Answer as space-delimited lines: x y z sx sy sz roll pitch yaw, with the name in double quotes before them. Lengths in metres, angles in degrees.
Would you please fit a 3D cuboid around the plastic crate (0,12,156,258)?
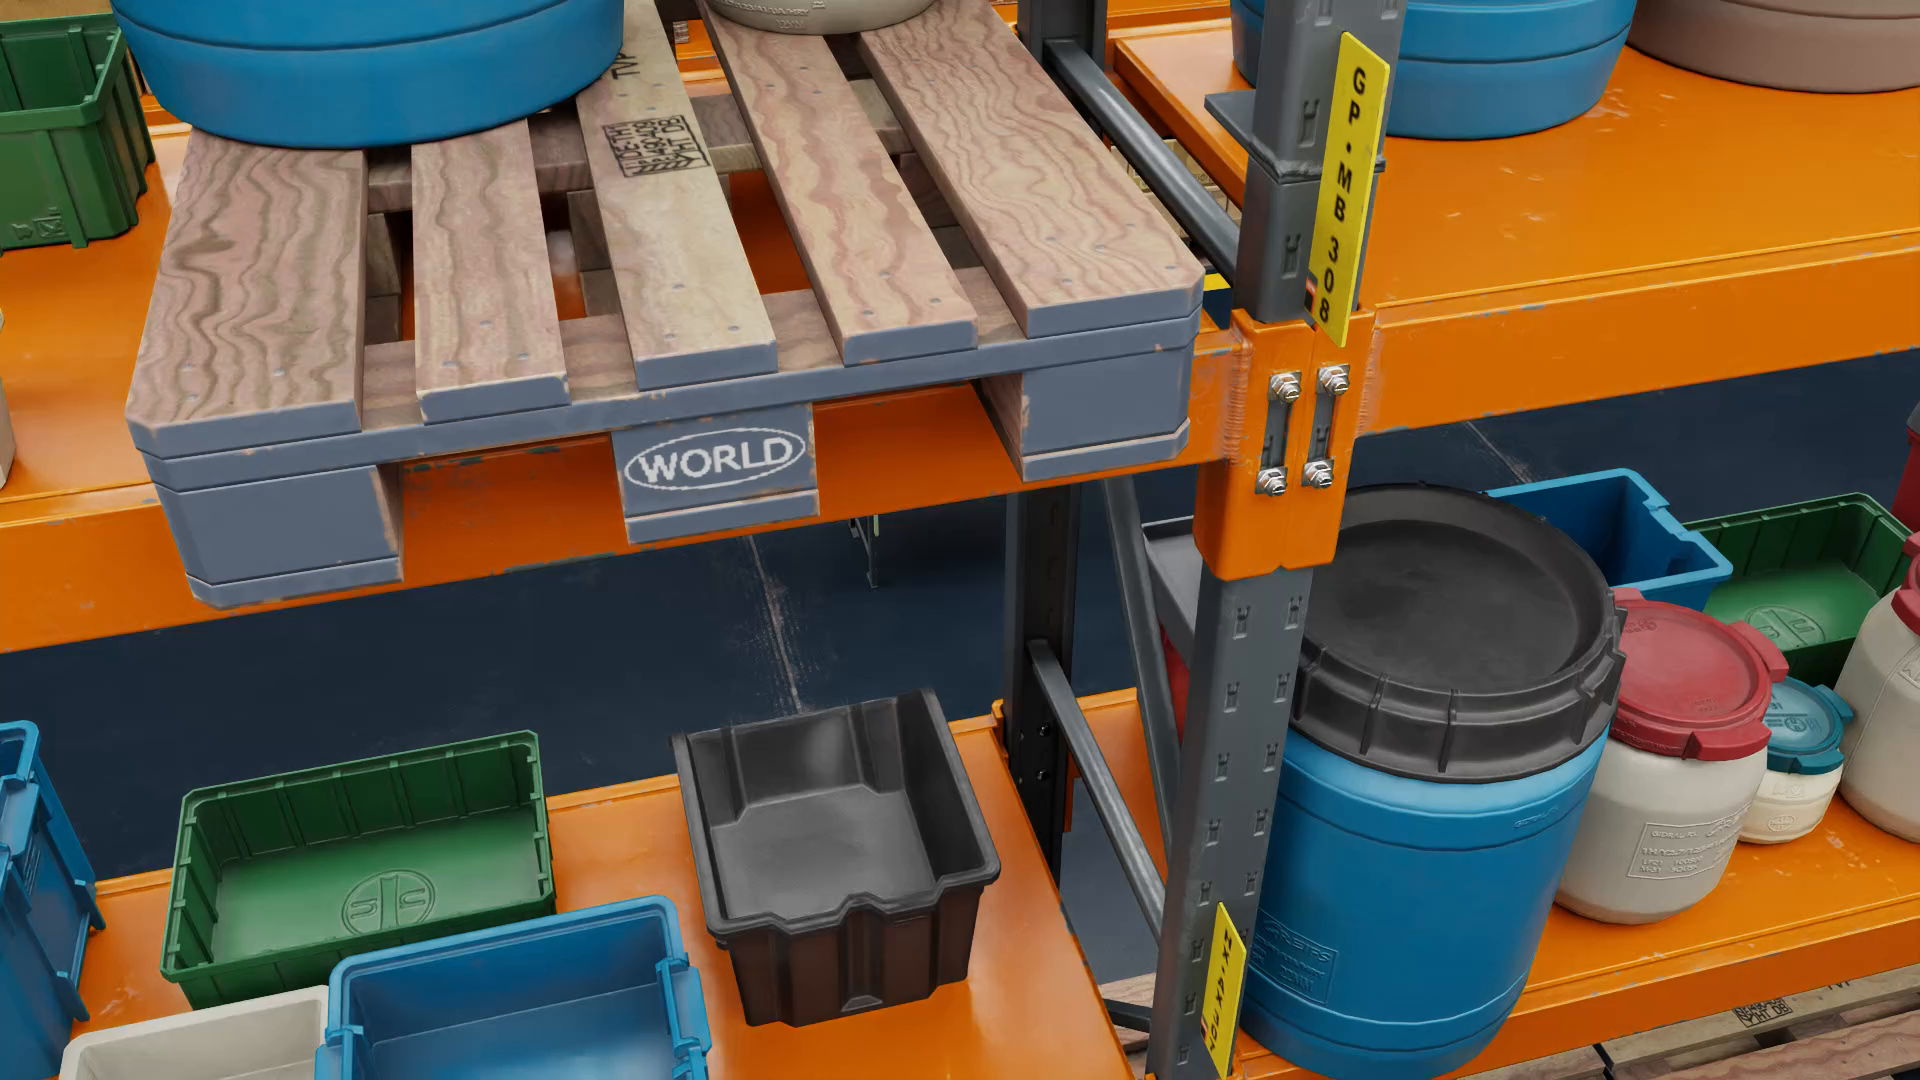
"plastic crate" -1.314 -0.517 2.163 0.450 0.188 0.336 -9 38 -12

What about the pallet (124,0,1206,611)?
"pallet" -0.391 -0.445 2.050 1.003 0.211 1.213 -9 38 -12

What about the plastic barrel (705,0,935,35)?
"plastic barrel" -0.187 -0.950 2.116 0.421 0.512 0.421 0 37 0

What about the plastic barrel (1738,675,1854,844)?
"plastic barrel" 1.598 0.435 3.326 0.301 0.262 0.301 0 37 0

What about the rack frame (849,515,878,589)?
"rack frame" -0.360 -0.537 5.717 0.023 1.500 0.400 -9 38 -12

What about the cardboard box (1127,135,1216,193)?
"cardboard box" 0.940 -1.867 7.678 0.500 0.311 0.500 -8 38 -11

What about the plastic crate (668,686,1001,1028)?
"plastic crate" -0.259 0.533 3.136 0.504 0.338 0.767 -9 38 -12

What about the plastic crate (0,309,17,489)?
"plastic crate" -1.164 -0.096 1.654 0.396 0.136 0.243 -9 38 -12

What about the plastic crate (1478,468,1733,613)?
"plastic crate" 1.264 0.149 3.600 0.575 0.384 0.392 -9 38 -12

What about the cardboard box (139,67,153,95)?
"cardboard box" -2.922 -2.126 6.478 0.500 0.500 0.700 -8 38 -11

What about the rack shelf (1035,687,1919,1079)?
"rack shelf" 2.211 0.469 3.761 4.000 0.370 1.077 -9 38 -12

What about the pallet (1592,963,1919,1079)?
"pallet" 2.208 1.265 4.423 1.213 0.211 1.003 -9 38 -12

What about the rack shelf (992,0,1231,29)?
"rack shelf" 0.923 -2.437 7.560 4.000 0.370 1.077 -9 38 -12

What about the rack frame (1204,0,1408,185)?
"rack frame" 0.280 -1.883 1.305 0.127 3.000 1.000 -9 38 -12

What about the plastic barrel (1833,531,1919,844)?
"plastic barrel" 1.969 0.307 3.268 0.433 0.535 0.433 0 37 0

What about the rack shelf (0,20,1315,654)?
"rack shelf" -1.651 -0.089 2.021 4.000 0.370 1.077 -9 38 -12

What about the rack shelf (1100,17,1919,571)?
"rack shelf" 2.211 -0.723 2.849 4.000 0.370 1.077 -9 38 -12

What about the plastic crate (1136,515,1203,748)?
"plastic crate" 0.668 0.218 3.443 0.583 0.464 0.402 -9 38 -12

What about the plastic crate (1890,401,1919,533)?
"plastic crate" 2.502 -0.083 3.837 0.583 0.464 0.402 -9 38 -12

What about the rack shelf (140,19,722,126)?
"rack shelf" -2.939 -1.804 6.731 4.000 0.370 1.077 -9 38 -12

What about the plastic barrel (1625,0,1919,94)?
"plastic barrel" 1.346 -1.202 2.471 0.600 0.901 0.600 0 37 0

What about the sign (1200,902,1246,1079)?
"sign" 0.413 0.714 2.620 0.005 0.325 0.100 -9 38 -12

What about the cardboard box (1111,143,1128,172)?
"cardboard box" 0.440 -1.782 7.567 0.500 0.311 0.500 -11 39 -13

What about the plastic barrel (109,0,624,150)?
"plastic barrel" -0.709 -0.963 1.813 0.708 0.901 0.600 -9 38 -12

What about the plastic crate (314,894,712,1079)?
"plastic crate" -0.718 0.893 2.736 0.616 0.251 0.499 -9 38 -12

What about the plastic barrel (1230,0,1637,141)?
"plastic barrel" 0.714 -1.099 2.336 0.708 0.901 0.600 -9 38 -12

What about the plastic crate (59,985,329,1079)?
"plastic crate" -1.222 1.010 2.678 0.437 0.136 0.530 -9 38 -12

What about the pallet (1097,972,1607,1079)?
"pallet" 1.028 1.460 4.168 1.213 0.211 1.003 -9 38 -12

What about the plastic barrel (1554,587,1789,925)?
"plastic barrel" 1.261 0.423 3.117 0.433 0.535 0.433 0 37 0

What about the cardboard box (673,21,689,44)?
"cardboard box" -1.435 -2.372 6.800 0.500 0.500 0.700 -10 39 -13

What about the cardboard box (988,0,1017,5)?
"cardboard box" 0.246 -2.642 7.152 0.500 0.500 0.500 -7 38 -9

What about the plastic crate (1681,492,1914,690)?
"plastic crate" 1.888 0.142 3.769 0.662 0.188 0.450 -9 38 -12

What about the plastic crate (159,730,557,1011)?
"plastic crate" -1.104 0.633 3.128 0.662 0.188 0.450 -9 38 -12

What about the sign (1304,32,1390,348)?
"sign" 0.413 -0.371 1.790 0.005 0.325 0.100 -9 38 -12

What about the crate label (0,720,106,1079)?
"crate label" -1.875 0.669 2.877 0.616 0.435 0.502 -9 38 -12

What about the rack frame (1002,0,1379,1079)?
"rack frame" 0.280 0.500 3.128 0.127 3.000 1.000 -9 38 -12

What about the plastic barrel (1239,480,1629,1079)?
"plastic barrel" 0.732 0.417 2.823 0.708 0.901 0.600 -9 38 -12

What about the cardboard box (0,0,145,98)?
"cardboard box" -3.429 -2.040 6.366 0.500 0.500 0.700 -9 38 -12

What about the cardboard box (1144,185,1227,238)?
"cardboard box" 0.931 -1.643 7.847 0.500 0.250 0.500 -9 38 -11

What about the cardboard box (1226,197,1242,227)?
"cardboard box" 1.427 -1.727 7.956 0.500 0.250 0.500 -8 38 -11

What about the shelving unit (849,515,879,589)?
"shelving unit" -0.006 -0.595 5.793 0.755 1.500 0.431 -9 38 -12

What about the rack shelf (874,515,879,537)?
"rack shelf" -0.006 -0.336 5.991 0.720 0.370 0.431 -9 38 -12

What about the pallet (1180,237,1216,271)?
"pallet" 0.873 -1.634 8.212 1.213 0.211 1.003 -9 38 -12

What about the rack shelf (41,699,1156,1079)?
"rack shelf" -1.651 1.102 2.932 4.000 0.370 1.077 -9 38 -12
